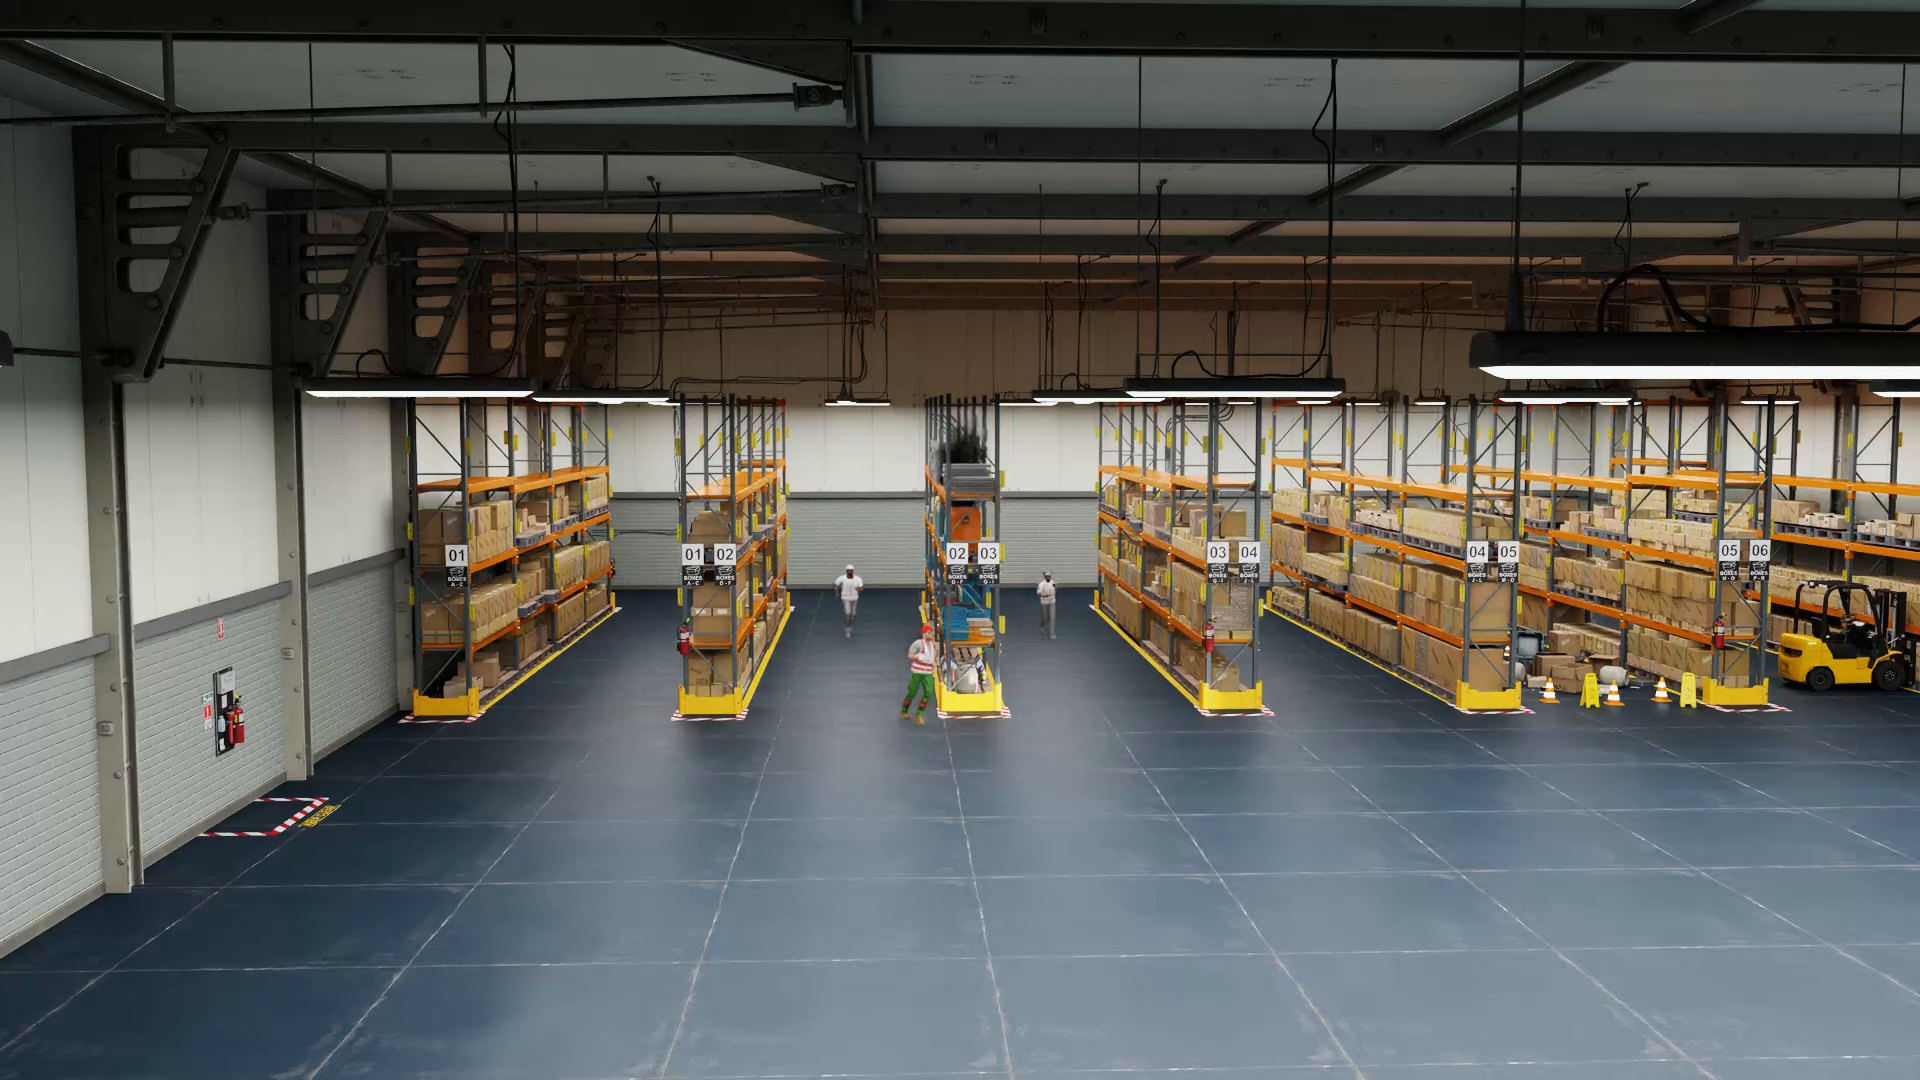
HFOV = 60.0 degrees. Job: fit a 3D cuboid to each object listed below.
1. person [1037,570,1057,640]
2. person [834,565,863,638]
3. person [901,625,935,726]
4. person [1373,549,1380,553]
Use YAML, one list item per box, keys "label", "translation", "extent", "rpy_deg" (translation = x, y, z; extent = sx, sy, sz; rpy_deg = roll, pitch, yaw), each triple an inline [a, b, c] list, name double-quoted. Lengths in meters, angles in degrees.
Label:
- label: "person"
  translation: [2.187, 1.594, 41.435]
  extent: [0.581, 1.699, 0.920]
  rpy_deg: [-1, 5, -16]
- label: "person"
  translation: [-2.779, 1.531, 41.904]
  extent: [0.672, 1.831, 0.777]
  rpy_deg: [-1, 5, -18]
- label: "person"
  translation: [-0.672, 2.449, 30.334]
  extent: [0.660, 1.798, 0.732]
  rpy_deg: [-3, 5, -31]
- label: "person"
  translation: [12.631, 1.049, 49.358]
  extent: [0.928, 1.571, 0.593]
  rpy_deg: [0, 5, 2]
